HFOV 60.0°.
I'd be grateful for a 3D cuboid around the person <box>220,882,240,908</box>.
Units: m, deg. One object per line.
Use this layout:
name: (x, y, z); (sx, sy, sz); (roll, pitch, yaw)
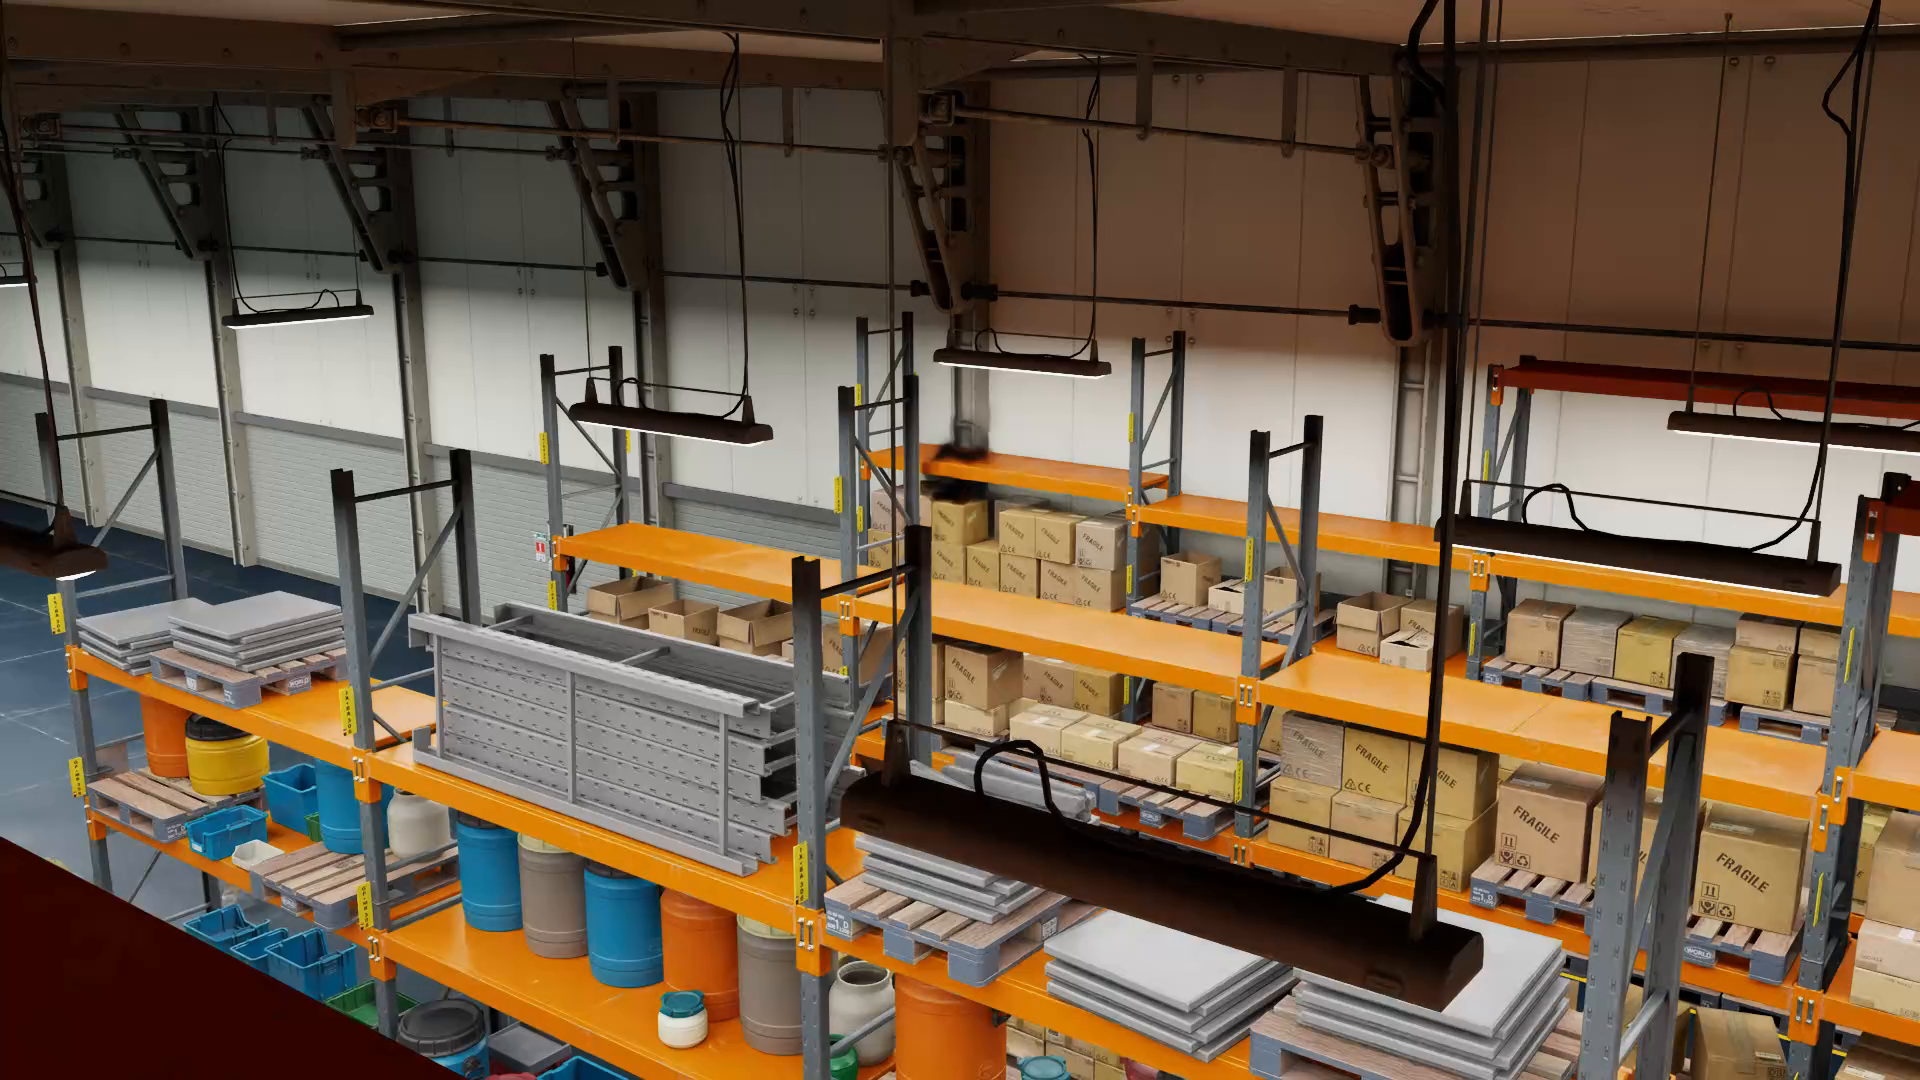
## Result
person: (-7.733, 3.082, 17.937); (0.887, 1.785, 0.688); (-8, 15, -29)
